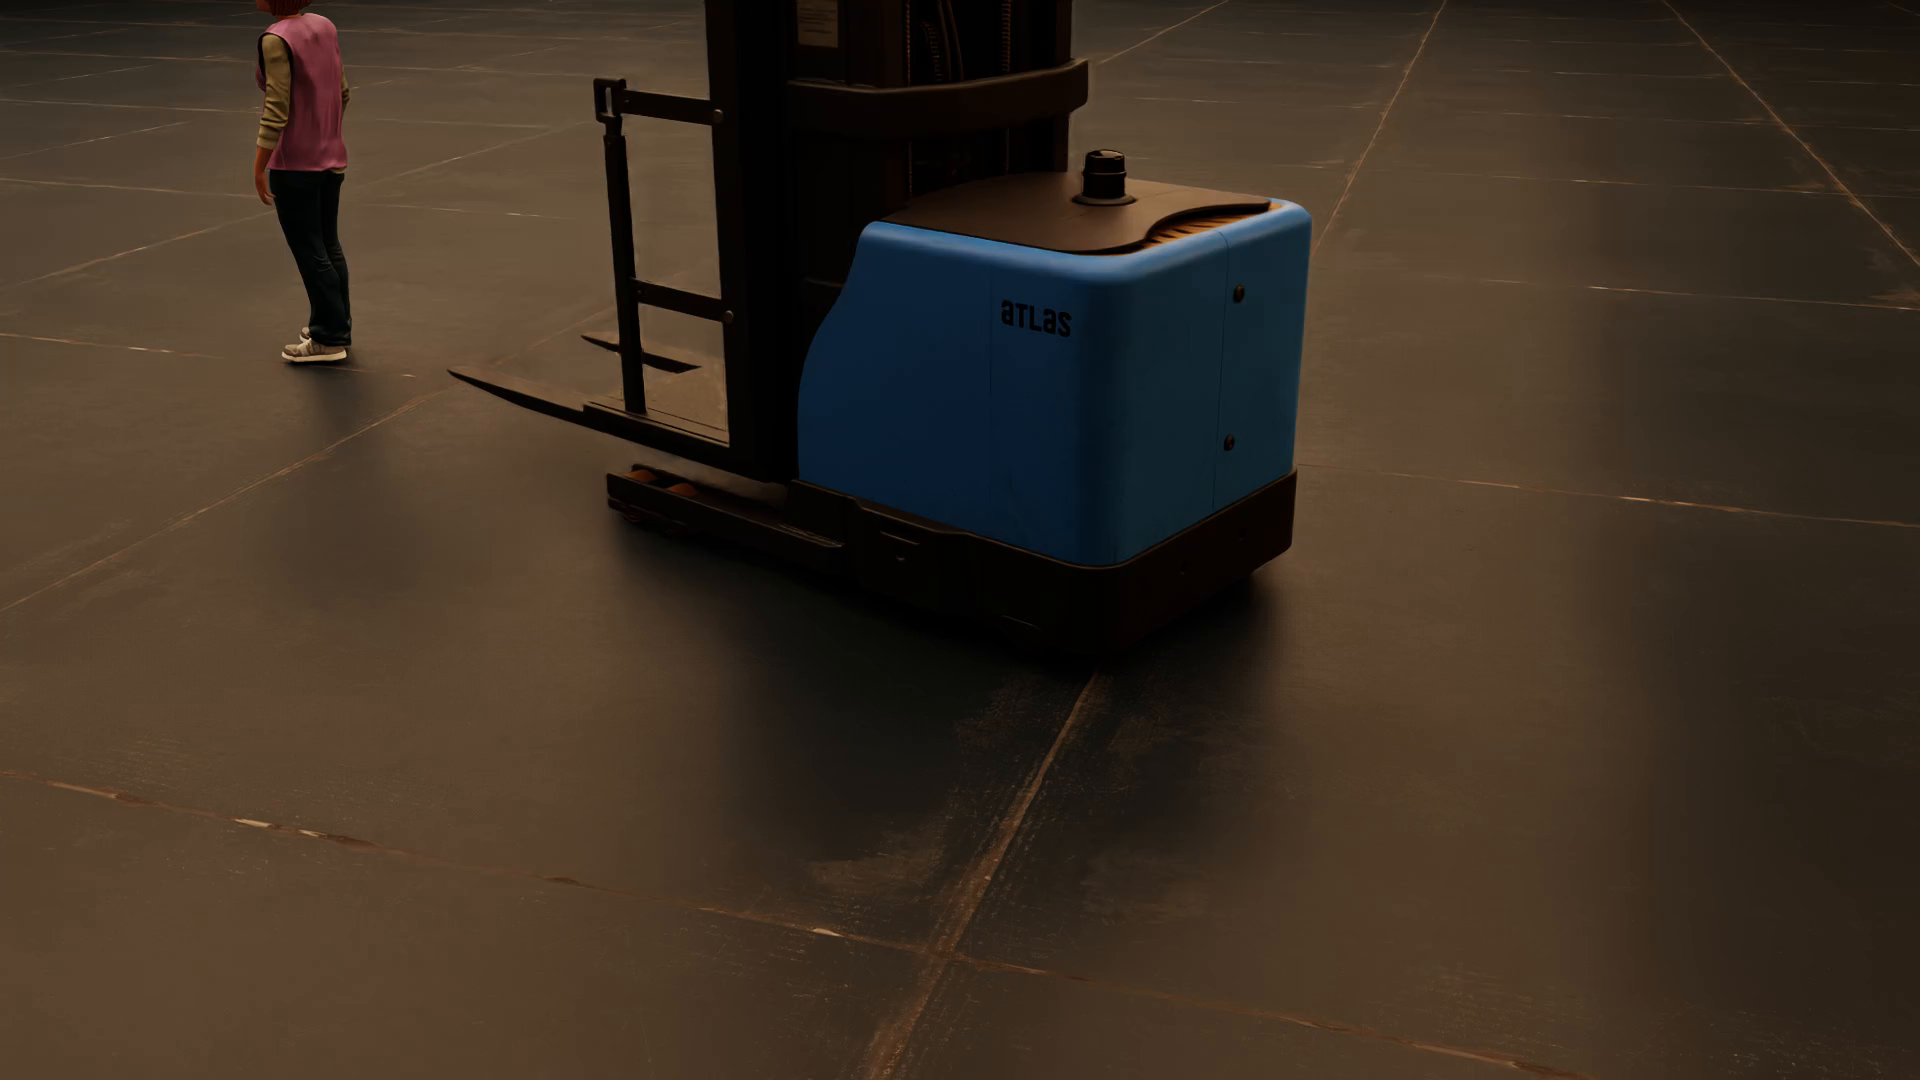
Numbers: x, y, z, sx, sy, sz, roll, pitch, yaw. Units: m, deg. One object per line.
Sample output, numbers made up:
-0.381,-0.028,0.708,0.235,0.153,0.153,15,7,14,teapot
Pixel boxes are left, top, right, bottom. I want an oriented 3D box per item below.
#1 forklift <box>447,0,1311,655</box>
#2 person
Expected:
-0.483,-1.500,4.913,3.031,2.935,1.130,17,28,36,forklift
-2.667,-1.493,6.625,0.475,1.596,0.520,6,23,14,person
